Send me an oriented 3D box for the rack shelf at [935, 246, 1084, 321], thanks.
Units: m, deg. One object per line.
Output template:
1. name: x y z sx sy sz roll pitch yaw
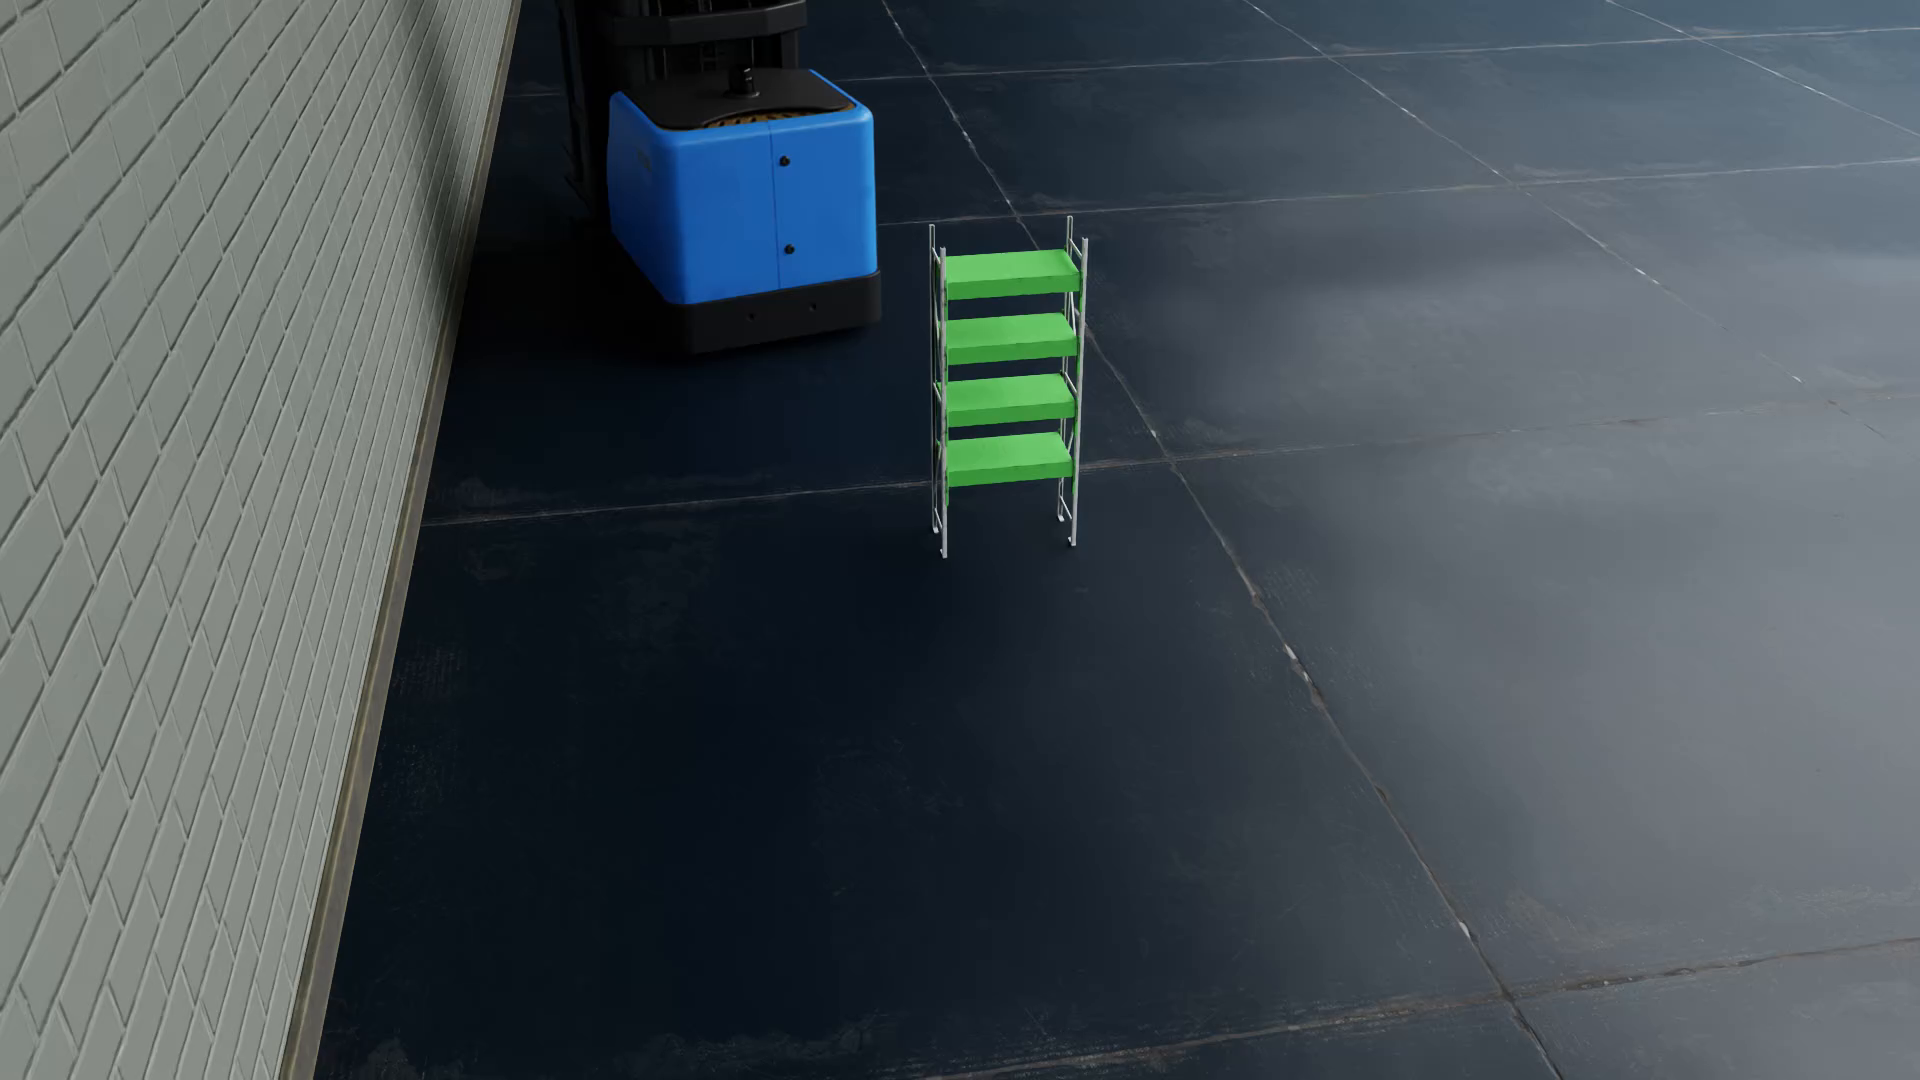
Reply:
1. rack shelf: 0.163 -0.891 5.761 0.480 0.148 0.258 -5 31 -9

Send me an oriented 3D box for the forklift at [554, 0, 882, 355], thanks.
1. forklift: -1.439 -2.828 8.168 1.130 2.935 3.031 -13 33 -21

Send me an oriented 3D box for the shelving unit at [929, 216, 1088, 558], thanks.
1. shelving unit: 0.163 -0.532 5.972 0.503 1.200 0.258 -5 31 -9

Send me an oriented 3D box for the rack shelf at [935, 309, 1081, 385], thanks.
1. rack shelf: 0.163 -0.684 5.882 0.480 0.148 0.258 -5 31 -9

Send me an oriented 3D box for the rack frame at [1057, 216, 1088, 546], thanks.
1. rack frame: 0.403 -0.555 6.009 0.015 1.200 0.240 -5 31 -9

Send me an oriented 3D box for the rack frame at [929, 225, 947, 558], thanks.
1. rack frame: -0.077 -0.510 5.934 0.015 1.200 0.240 -5 31 -9

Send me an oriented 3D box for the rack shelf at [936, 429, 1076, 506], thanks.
1. rack shelf: 0.163 -0.270 6.126 0.480 0.148 0.258 -5 31 -9

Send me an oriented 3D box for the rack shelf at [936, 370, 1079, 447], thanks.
1. rack shelf: 0.163 -0.477 6.004 0.480 0.148 0.258 -5 31 -9
